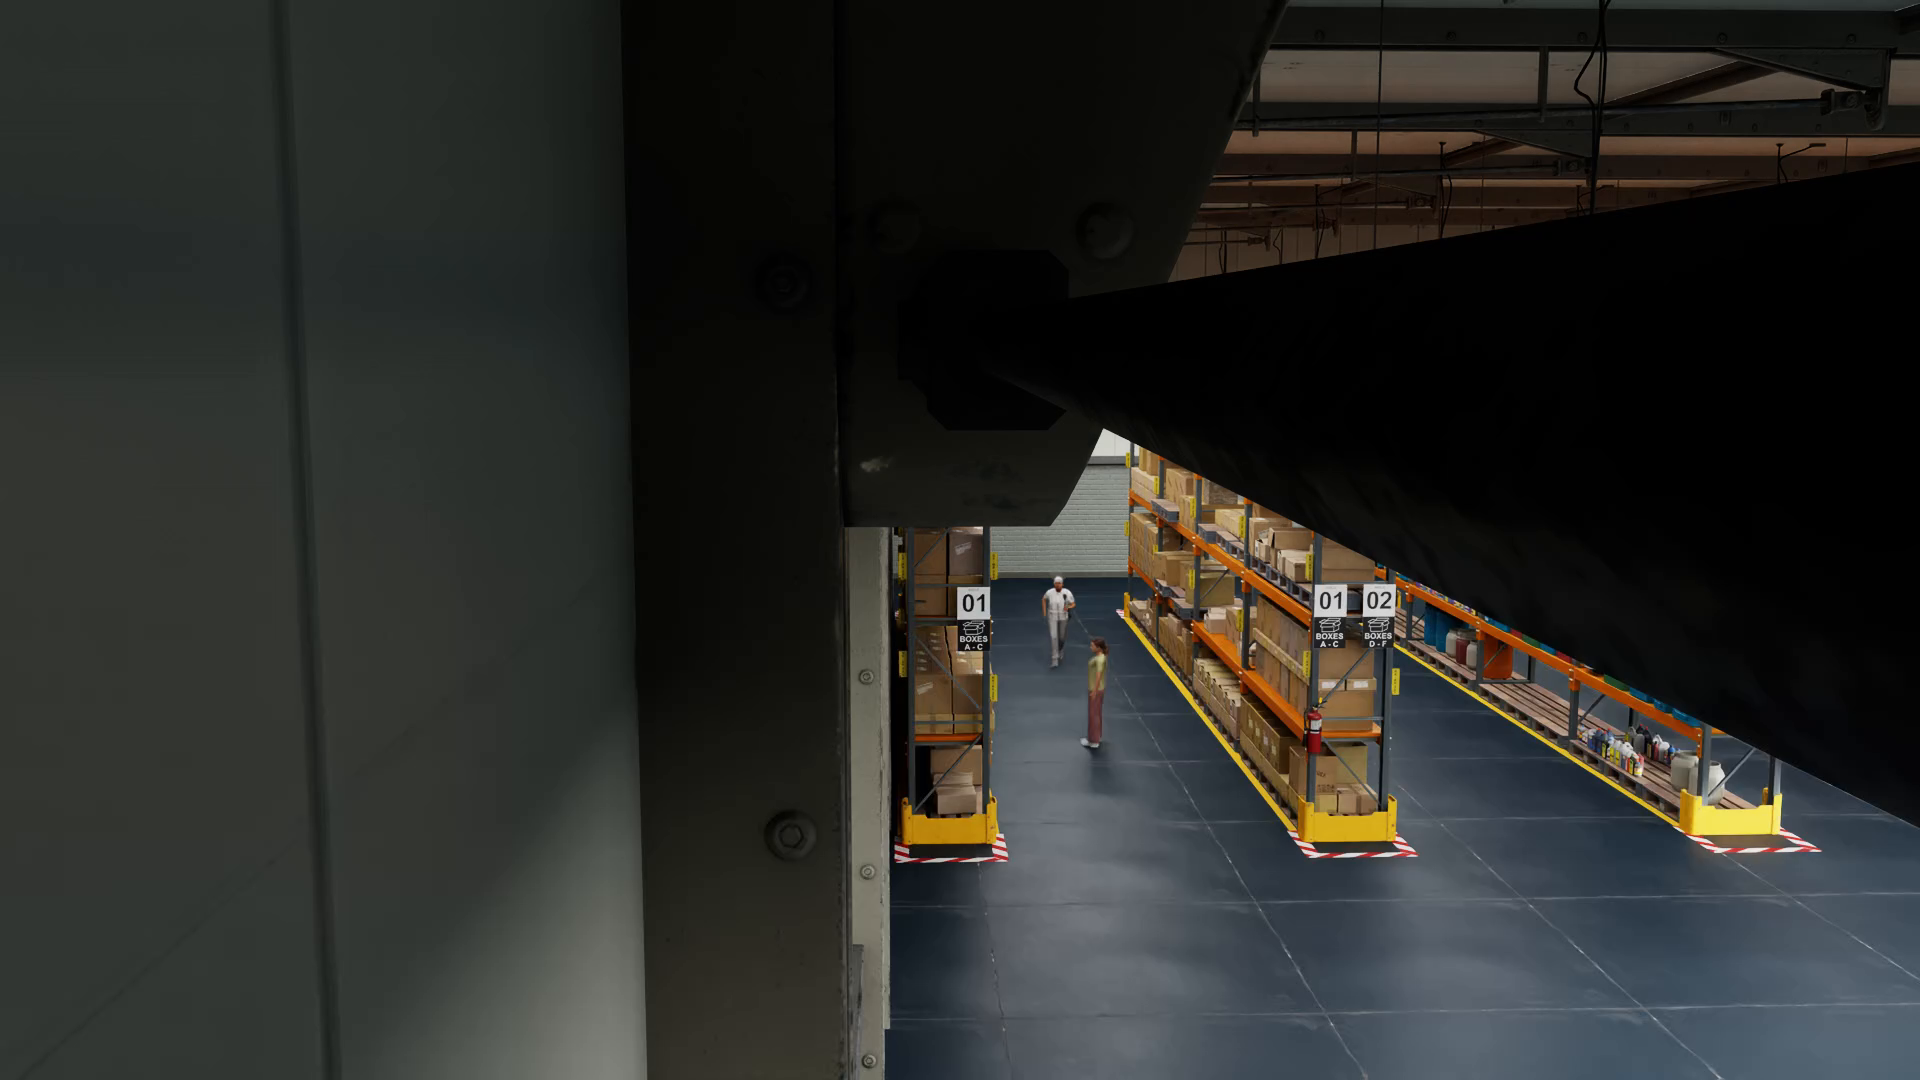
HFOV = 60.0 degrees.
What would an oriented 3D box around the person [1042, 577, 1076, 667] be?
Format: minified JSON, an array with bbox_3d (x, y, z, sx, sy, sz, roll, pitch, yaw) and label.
[{"bbox_3d":[1.868,1.492,31.257,0.623,1.620,1.007,0,7,0],"label":"person"}]

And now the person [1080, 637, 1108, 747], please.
[{"bbox_3d":[2.041,2.286,25.198,0.423,1.682,0.474,1,7,4],"label":"person"}]
